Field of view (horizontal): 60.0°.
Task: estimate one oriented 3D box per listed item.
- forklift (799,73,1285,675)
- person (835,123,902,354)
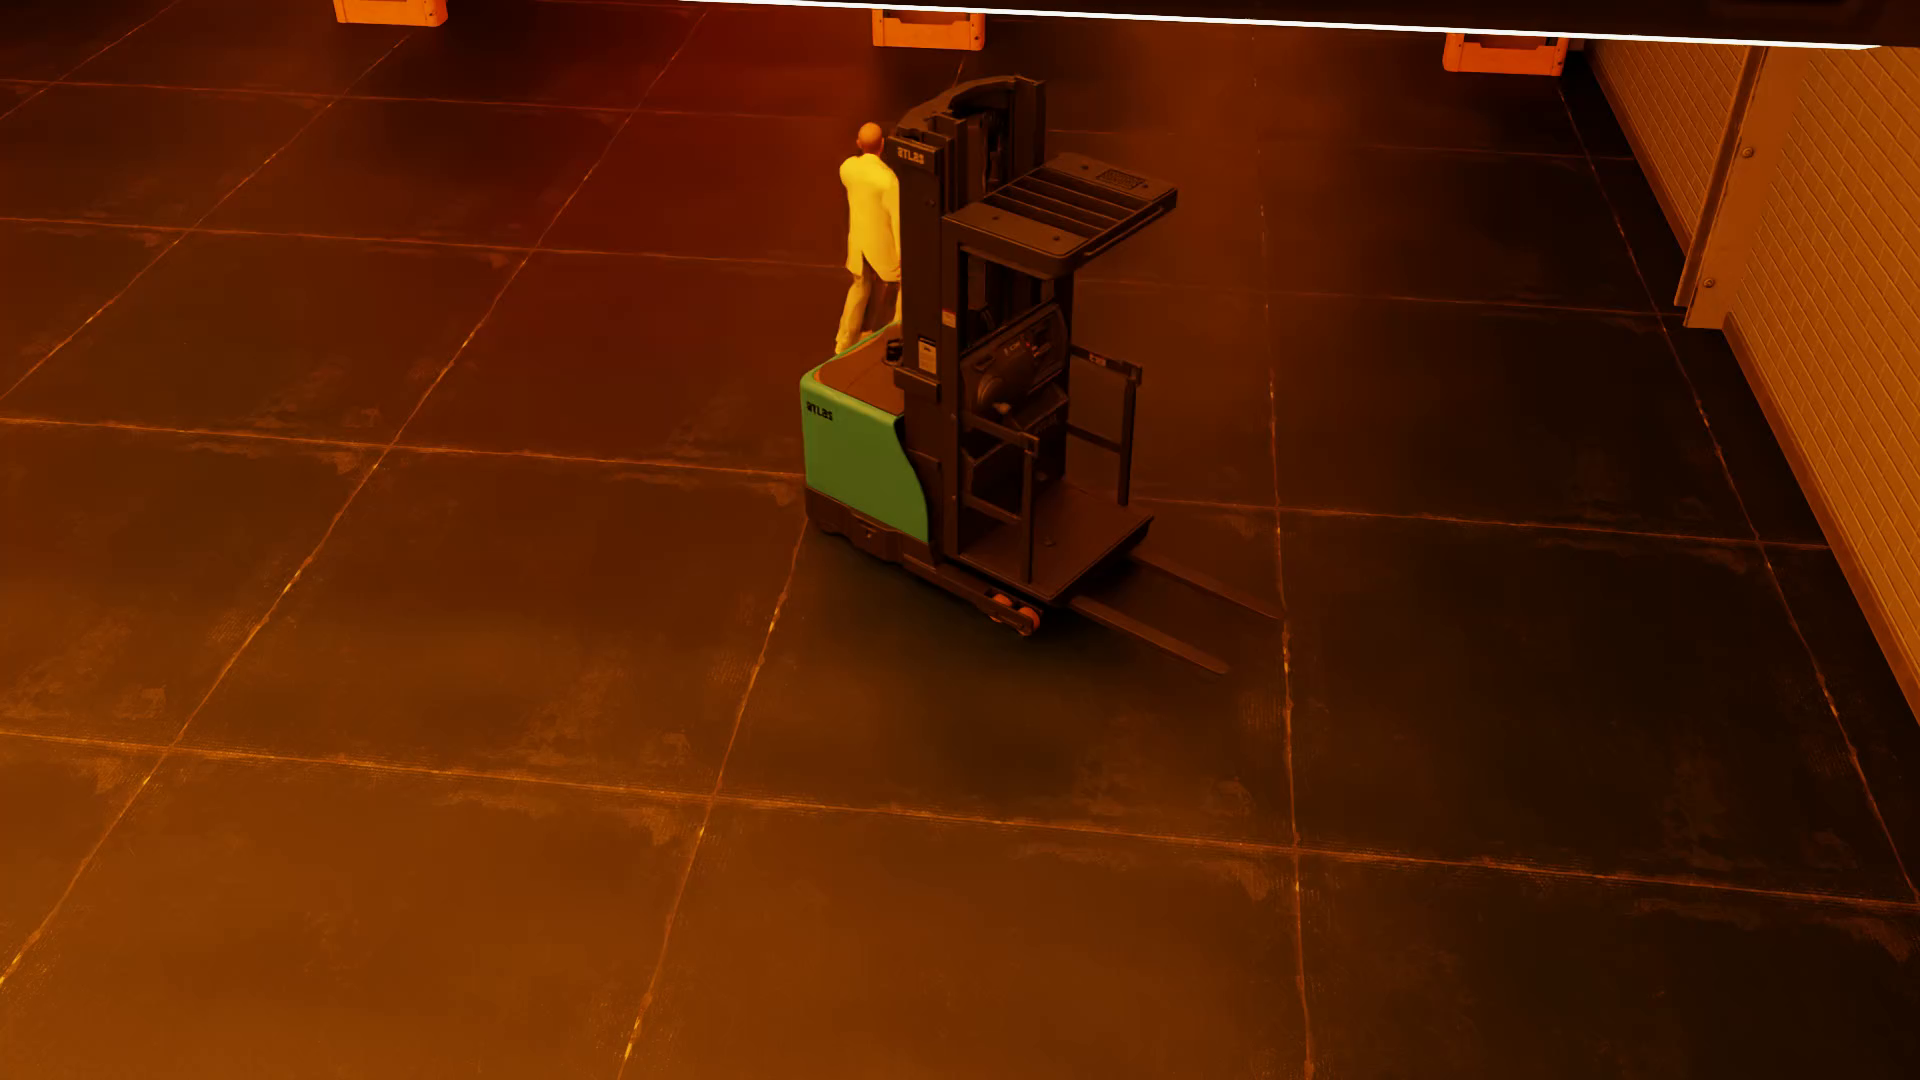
[{"bbox_3d":[0.479,-0.977,9.355,3.031,2.935,1.130,25,43,30],"label":"forklift"},{"bbox_3d":[-0.572,-2.158,11.977,0.712,1.727,0.676,27,44,31],"label":"person"}]
